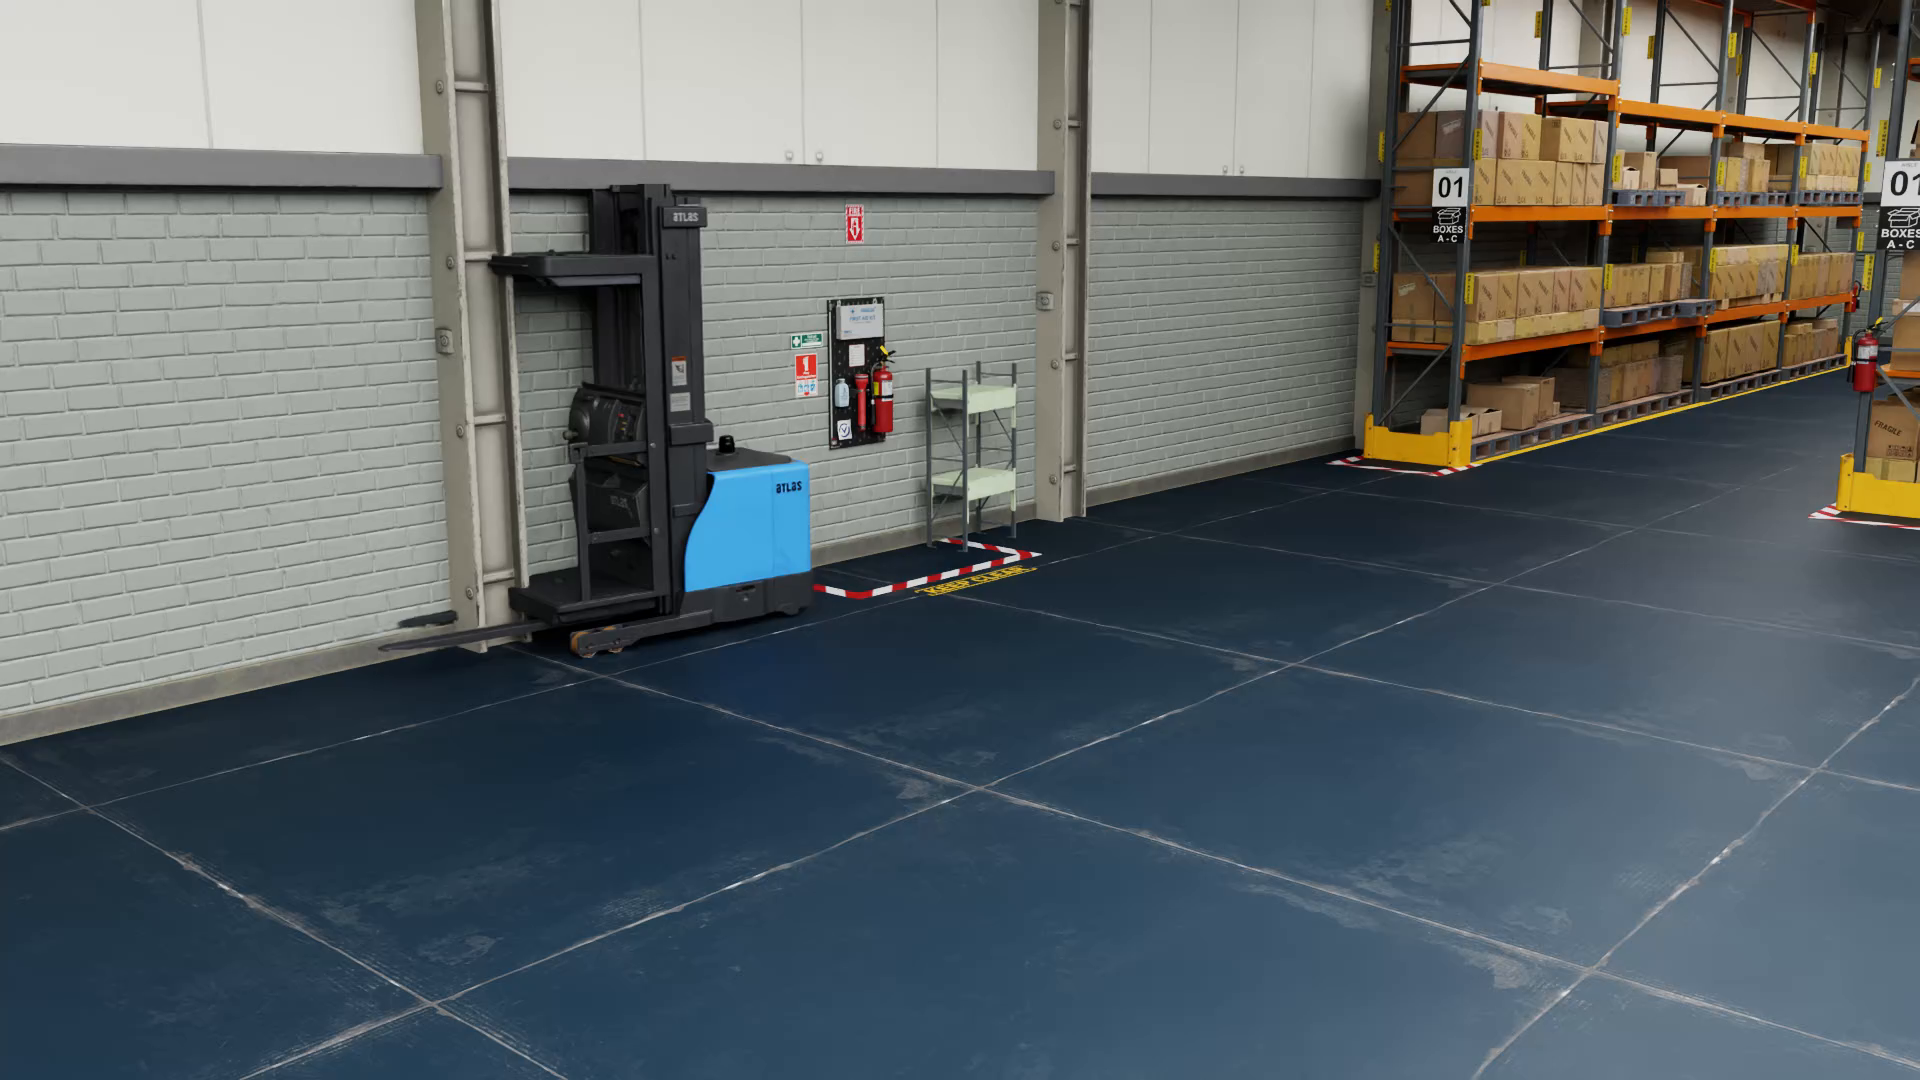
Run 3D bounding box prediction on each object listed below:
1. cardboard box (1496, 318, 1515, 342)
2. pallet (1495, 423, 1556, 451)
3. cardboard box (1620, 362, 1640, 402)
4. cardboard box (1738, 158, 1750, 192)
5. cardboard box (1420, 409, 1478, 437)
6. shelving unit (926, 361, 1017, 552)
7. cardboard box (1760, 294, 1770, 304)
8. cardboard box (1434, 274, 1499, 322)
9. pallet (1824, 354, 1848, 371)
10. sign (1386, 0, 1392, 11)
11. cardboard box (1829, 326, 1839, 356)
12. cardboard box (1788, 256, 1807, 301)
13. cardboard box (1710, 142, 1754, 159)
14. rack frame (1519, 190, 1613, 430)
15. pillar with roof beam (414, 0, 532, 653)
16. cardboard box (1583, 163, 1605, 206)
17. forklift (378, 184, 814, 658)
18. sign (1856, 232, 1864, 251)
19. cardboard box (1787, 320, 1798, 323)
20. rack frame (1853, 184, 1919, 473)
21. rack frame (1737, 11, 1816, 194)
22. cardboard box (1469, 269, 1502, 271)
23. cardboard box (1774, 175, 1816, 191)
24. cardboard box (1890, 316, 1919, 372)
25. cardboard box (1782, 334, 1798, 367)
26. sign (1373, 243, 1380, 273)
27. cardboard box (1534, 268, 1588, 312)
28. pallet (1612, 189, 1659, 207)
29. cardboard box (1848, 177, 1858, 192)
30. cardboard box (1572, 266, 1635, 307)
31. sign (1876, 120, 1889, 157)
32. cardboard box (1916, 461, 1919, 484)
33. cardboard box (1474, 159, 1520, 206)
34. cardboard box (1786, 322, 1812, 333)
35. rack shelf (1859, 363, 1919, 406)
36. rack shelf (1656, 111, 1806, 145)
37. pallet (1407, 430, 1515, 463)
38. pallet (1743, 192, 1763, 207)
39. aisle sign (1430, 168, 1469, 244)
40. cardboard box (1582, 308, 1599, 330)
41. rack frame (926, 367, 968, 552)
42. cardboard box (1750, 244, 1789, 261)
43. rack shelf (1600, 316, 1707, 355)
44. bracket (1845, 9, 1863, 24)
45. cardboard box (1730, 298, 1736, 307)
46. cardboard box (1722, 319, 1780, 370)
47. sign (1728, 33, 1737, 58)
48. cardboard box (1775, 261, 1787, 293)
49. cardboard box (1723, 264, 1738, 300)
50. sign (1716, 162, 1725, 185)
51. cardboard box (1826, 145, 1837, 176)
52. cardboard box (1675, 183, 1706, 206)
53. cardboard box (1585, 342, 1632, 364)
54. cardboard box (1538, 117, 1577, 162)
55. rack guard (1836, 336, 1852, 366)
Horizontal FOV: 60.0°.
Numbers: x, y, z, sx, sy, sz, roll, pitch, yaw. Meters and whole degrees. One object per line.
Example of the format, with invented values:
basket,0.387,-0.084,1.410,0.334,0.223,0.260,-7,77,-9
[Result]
cardboard box,5.958,-2.395,18.874,0.500,0.250,0.500,9,15,39
pallet,6.484,-1.287,20.115,1.003,0.211,1.213,10,15,40
cardboard box,8.850,-2.191,22.780,0.700,0.500,0.500,10,15,41
cardboard box,11.625,-5.580,25.452,0.700,0.500,0.500,10,15,40
cardboard box,5.590,-1.337,18.987,0.500,0.311,0.500,8,14,34
shelving unit,0.101,-0.715,13.958,0.431,1.500,0.755,8,14,34
cardboard box,12.492,-3.796,26.150,0.380,0.149,0.250,10,15,40
cardboard box,5.606,-2.685,18.412,0.500,0.500,0.500,10,15,40
pallet,15.158,-3.208,29.735,1.003,0.211,1.213,10,15,40
sign,4.662,-5.902,17.996,0.100,0.325,0.005,10,15,40
cardboard box,15.240,-3.568,29.725,0.700,0.500,0.500,10,15,40
cardboard box,13.357,-4.340,27.515,0.980,0.700,0.700,10,15,41
cardboard box,11.954,-6.023,25.756,0.500,0.250,0.500,9,15,39
rack frame,7.706,-2.938,21.262,1.000,3.000,0.127,10,15,40
pillar with roof beam,0.190,-3.184,7.178,9.100,9.000,0.400,10,15,40
cardboard box,7.556,-4.361,20.423,0.500,0.500,0.500,10,15,42
forklift,-2.474,-0.810,10.781,3.031,2.935,1.130,-9,15,-39
sign,16.025,-5.315,29.604,0.100,0.325,0.005,10,15,40
cardboard box,14.337,-3.743,28.948,0.380,0.149,0.250,10,15,41
rack frame,8.789,-1.710,15.112,1.000,3.000,0.127,10,15,40
rack frame,12.987,-7.057,26.568,1.000,3.000,0.127,10,15,40
cardboard box,6.227,-2.974,19.859,0.500,0.500,0.500,10,15,41
cardboard box,13.641,-5.835,27.164,0.500,0.250,0.500,10,15,40
cardboard box,9.107,-1.826,15.438,0.700,0.500,0.500,10,15,40
cardboard box,13.557,-3.192,27.843,0.700,0.500,0.500,10,15,41
sign,4.662,-3.147,18.546,0.100,0.325,0.005,10,15,40
cardboard box,7.301,-3.058,20.282,0.500,0.500,0.500,10,15,40
pallet,8.193,-4.394,21.373,1.213,0.211,1.003,10,15,40
cardboard box,15.343,-6.214,29.060,0.500,0.250,0.500,10,15,42
cardboard box,8.442,-3.354,21.969,0.500,0.500,0.700,-10,15,-42
sign,8.390,-3.648,15.101,0.100,0.325,0.005,10,15,40
cardboard box,9.310,-0.617,15.591,0.500,0.250,0.500,10,15,40
cardboard box,5.855,-3.971,18.467,0.500,0.500,0.500,-11,16,-44
cardboard box,14.265,-3.614,28.299,0.380,0.149,0.250,9,15,39
rack shelf,10.109,-1.651,16.656,1.077,0.370,4.000,10,15,40
rack shelf,11.666,-6.214,25.204,1.077,0.370,4.000,10,15,40
pallet,5.678,-1.108,19.220,1.003,0.211,1.213,10,15,40
pallet,11.467,-5.171,25.268,1.003,0.211,1.213,11,16,43
aisle sign,5.243,-3.575,17.814,0.394,0.787,0.004,10,15,40
cardboard box,7.621,-2.765,20.730,0.500,0.250,0.500,10,15,40
rack frame,-0.108,-0.656,13.663,0.400,1.500,0.023,8,14,34
cardboard box,12.870,-4.586,26.531,0.500,0.250,0.500,10,15,42
rack shelf,9.026,-2.879,22.806,1.077,0.370,4.000,10,15,40
bracket,16.752,-9.813,31.175,0.235,0.232,0.430,10,15,40
cardboard box,11.566,-3.624,25.290,0.380,0.149,0.250,10,15,41
cardboard box,12.655,-3.154,26.762,0.750,0.750,0.750,10,15,41
sign,10.760,-6.897,23.178,0.100,0.325,0.005,10,15,40
cardboard box,12.871,-4.219,26.611,0.500,0.500,0.500,9,15,39
cardboard box,11.212,-3.845,24.740,0.500,0.500,0.500,10,15,42
sign,10.752,-5.180,23.512,0.100,0.325,0.005,10,15,40
cardboard box,14.324,-6.354,27.845,0.500,0.500,0.500,10,15,41
cardboard box,10.074,-4.823,23.217,0.500,0.311,0.500,10,15,40
cardboard box,8.808,-2.548,22.656,0.500,0.250,0.500,9,15,39
cardboard box,6.888,-4.689,19.512,0.500,0.500,0.500,9,14,38
rack guard,15.643,-3.481,30.364,1.175,0.500,0.348,10,15,40
